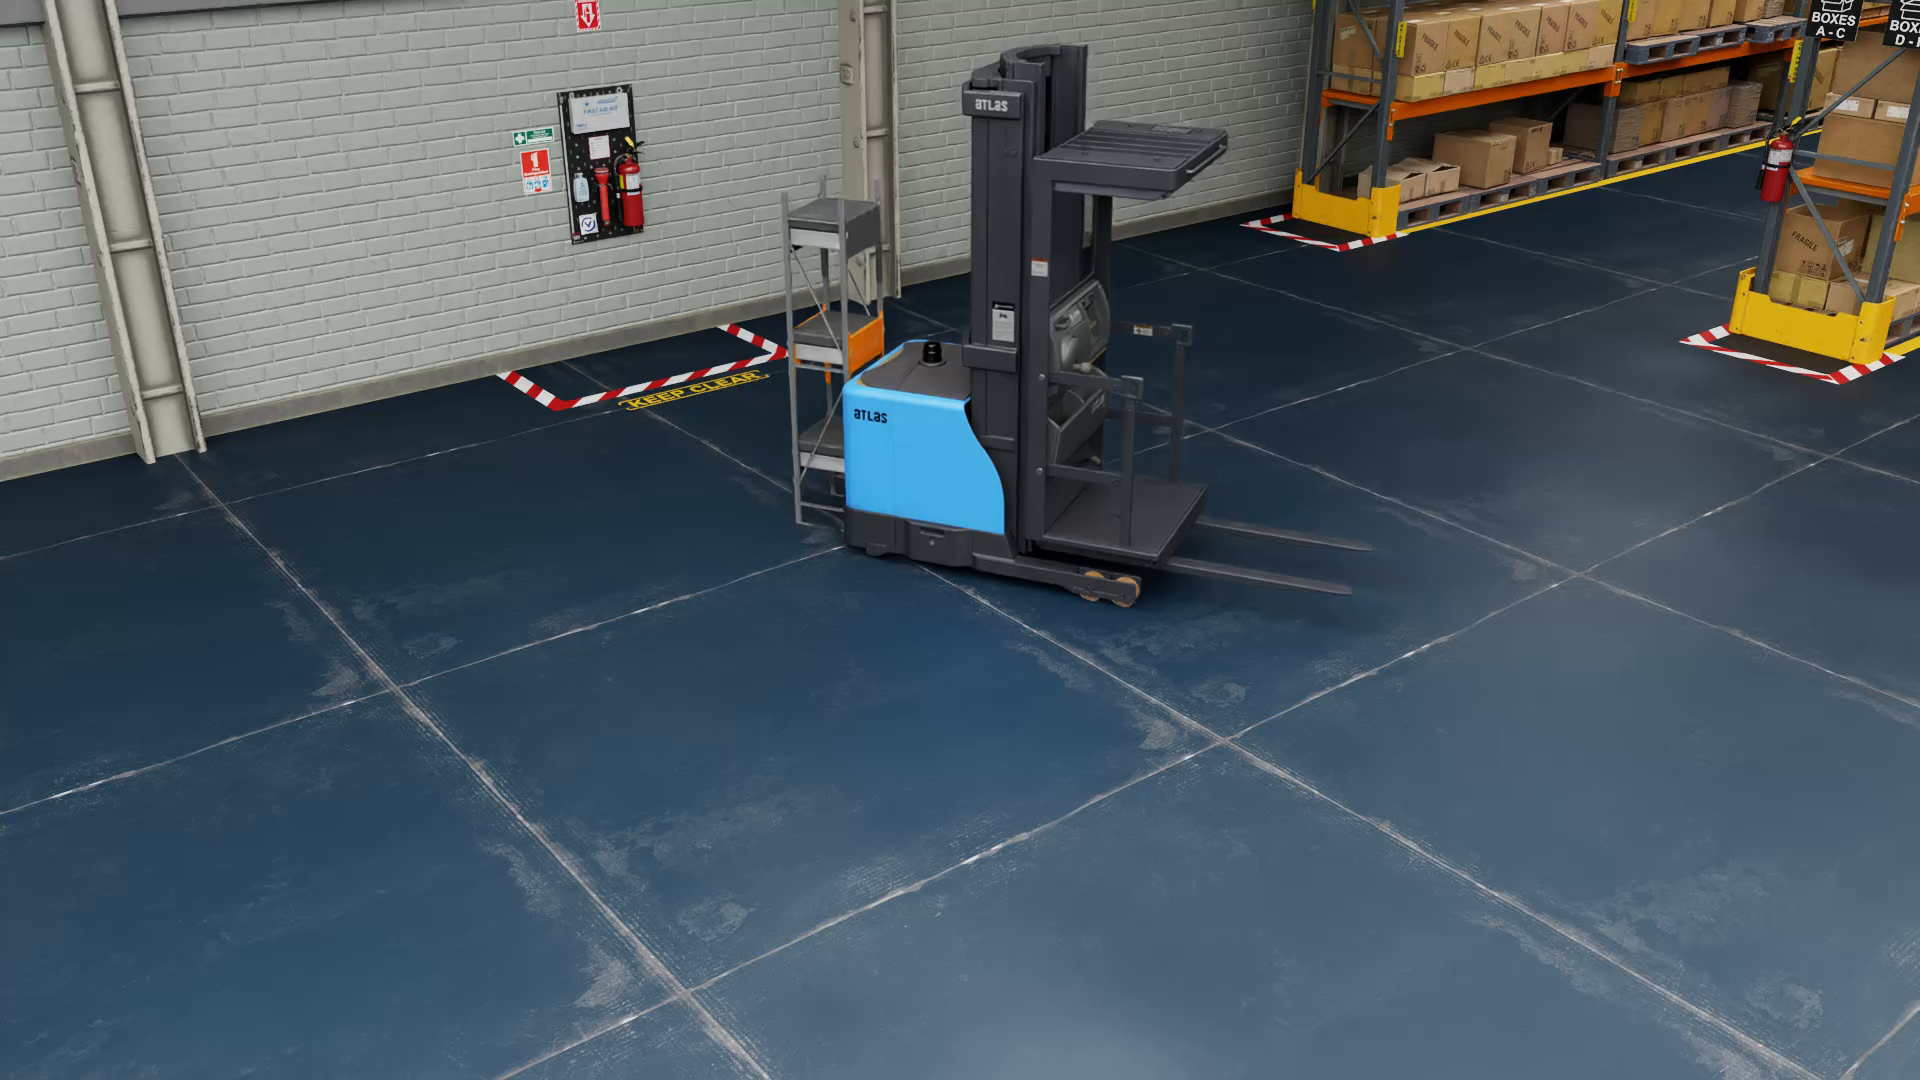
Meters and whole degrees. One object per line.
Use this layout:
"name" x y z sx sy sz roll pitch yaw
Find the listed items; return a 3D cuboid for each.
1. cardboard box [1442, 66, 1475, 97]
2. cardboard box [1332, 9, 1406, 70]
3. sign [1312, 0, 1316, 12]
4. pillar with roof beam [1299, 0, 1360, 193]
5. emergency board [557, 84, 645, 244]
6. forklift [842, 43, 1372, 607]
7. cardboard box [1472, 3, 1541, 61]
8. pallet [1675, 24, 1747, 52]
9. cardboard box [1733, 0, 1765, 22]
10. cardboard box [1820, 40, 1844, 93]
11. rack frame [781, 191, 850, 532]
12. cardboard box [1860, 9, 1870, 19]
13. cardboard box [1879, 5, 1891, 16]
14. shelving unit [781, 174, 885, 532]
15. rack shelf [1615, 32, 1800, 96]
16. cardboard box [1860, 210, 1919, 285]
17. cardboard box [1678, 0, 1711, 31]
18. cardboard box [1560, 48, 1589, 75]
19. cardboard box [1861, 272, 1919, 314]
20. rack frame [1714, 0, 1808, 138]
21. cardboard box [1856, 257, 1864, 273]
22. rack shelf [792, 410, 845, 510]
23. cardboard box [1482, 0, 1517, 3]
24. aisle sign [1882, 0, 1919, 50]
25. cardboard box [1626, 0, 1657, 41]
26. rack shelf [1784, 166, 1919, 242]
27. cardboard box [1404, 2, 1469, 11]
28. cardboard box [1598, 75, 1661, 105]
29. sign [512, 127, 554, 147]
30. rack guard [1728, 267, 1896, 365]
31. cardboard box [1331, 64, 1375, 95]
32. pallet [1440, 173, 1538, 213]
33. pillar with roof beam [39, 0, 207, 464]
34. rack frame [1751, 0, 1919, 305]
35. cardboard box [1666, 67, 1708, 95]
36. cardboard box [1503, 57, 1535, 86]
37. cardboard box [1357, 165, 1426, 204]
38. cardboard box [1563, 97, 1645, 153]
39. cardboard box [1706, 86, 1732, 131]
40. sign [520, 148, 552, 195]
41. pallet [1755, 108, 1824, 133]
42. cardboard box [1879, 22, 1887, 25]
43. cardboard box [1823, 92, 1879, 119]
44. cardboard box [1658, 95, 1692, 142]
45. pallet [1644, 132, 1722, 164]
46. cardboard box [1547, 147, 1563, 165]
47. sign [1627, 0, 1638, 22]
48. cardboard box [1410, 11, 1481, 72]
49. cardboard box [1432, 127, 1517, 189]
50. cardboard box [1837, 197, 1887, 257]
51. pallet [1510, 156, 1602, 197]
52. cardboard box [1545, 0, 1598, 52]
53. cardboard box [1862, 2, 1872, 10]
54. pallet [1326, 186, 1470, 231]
"cardboard box" 4.910 -4.733 17.040 0.500 0.250 0.500 -19 31 -36
"cardboard box" 4.170 -5.105 16.950 0.500 0.500 0.500 -19 31 -35
"sign" 3.603 -5.489 16.762 0.005 0.325 0.100 -18 31 -34
"pillar with roof beam" 6.604 -6.394 13.339 0.400 9.000 9.100 -18 31 -34
"emergency board" -2.742 -2.911 12.960 0.643 1.169 0.194 -18 31 -34
"forklift" 0.866 -1.205 9.364 3.031 2.935 1.130 10 27 20
"cardboard box" 5.696 -5.332 17.439 0.500 0.500 0.500 -17 30 -32
"pallet" 8.693 -6.094 20.046 1.213 0.211 1.003 -18 31 -34
"cardboard box" 9.439 -6.674 20.427 0.500 0.500 0.700 -22 33 -39
"cardboard box" 11.578 -6.297 22.311 0.750 0.750 0.750 -18 31 -34
"rack frame" -0.846 -1.025 9.965 0.400 2.100 0.015 10 27 20
"cardboard box" 11.828 -7.015 22.077 0.250 0.149 0.380 -18 30 -34
"cardboard box" 12.255 -7.146 22.359 0.250 0.149 0.380 -19 31 -35
"shelving unit" -0.752 -1.120 10.170 0.431 2.100 0.503 10 27 20
"rack shelf" 8.652 -5.863 20.175 4.000 0.370 1.077 -18 31 -34
"cardboard box" 7.941 -2.470 13.887 0.500 0.500 0.500 -18 31 -34
"cardboard box" 8.442 -6.360 19.749 0.500 0.500 0.700 -14 28 -27
"cardboard box" 6.495 -5.261 18.177 0.500 0.250 0.500 -18 30 -34
"cardboard box" 7.940 -2.131 14.046 0.500 0.250 0.500 -18 31 -34
"rack frame" 10.226 -6.709 21.143 0.127 3.000 1.000 -18 31 -34
"cardboard box" 7.616 -2.305 14.421 0.500 0.250 0.500 -18 31 -34
"rack shelf" -0.752 -0.473 10.470 0.431 0.518 0.480 10 27 20
"cardboard box" 5.774 -5.638 18.098 0.500 0.500 0.500 -17 30 -33
"aisle sign" 7.127 -4.052 12.329 0.004 0.787 0.394 -18 31 -34
"cardboard box" 7.499 -6.036 19.051 0.500 0.500 0.700 -18 30 -34
"rack shelf" 8.564 -3.184 14.402 4.000 0.370 1.077 -18 31 -34
"cardboard box" 4.976 -5.368 17.517 0.500 0.500 0.500 -19 31 -35
"cardboard box" 7.991 -5.388 19.853 0.500 0.250 0.500 -19 31 -35
"sign" -3.232 -3.057 12.601 0.331 0.109 0.001 -18 31 -34
"rack guard" 6.971 -1.851 13.644 0.348 0.500 1.175 -18 31 -34
"cardboard box" 4.178 -4.758 17.093 0.500 0.250 0.500 -18 30 -33
"pallet" 5.610 -3.900 18.403 1.213 0.211 1.003 -18 31 -34
"pillar with roof beam" -2.839 -3.277 6.622 0.400 9.000 9.100 -18 31 -34
"rack frame" 6.990 -2.991 13.131 0.127 3.000 1.000 -18 31 -34
"cardboard box" 8.802 -5.648 20.413 0.500 0.250 0.500 -18 31 -34
"cardboard box" 5.714 -4.994 17.602 0.500 0.250 0.500 -18 30 -34
"cardboard box" 4.530 -3.761 17.462 0.500 0.311 0.500 -23 33 -40
"cardboard box" 7.647 -4.932 19.762 0.500 0.500 0.700 -17 30 -32
"cardboard box" 9.214 -5.475 20.931 0.500 0.500 0.700 -18 31 -34
"sign" -3.241 -2.818 12.717 0.234 0.329 0.001 -18 31 -34
"pallet" 10.892 -5.624 22.117 1.213 0.211 1.003 -18 31 -34
"cardboard box" 7.817 -3.894 13.417 0.500 0.500 0.700 -19 31 -35
"cardboard box" 7.173 -3.493 13.324 0.250 0.149 0.380 -19 31 -35
"cardboard box" 8.449 -5.202 20.343 0.500 0.500 0.700 -18 30 -33
"pallet" 8.650 -4.927 20.615 1.213 0.211 1.003 -18 31 -34
"cardboard box" 6.675 -4.436 19.087 0.380 0.166 0.250 22 33 39
"sign" 7.419 -5.885 18.339 0.005 0.325 0.100 -18 31 -34
"cardboard box" 4.886 -5.062 16.857 0.500 0.500 0.500 -18 30 -34
"cardboard box" 5.587 -4.169 18.116 0.500 0.500 0.700 -21 32 -37
"cardboard box" 8.006 -2.777 14.547 0.500 0.500 0.500 -18 31 -34
"pallet" 6.571 -4.219 19.090 1.213 0.211 1.003 -18 31 -34
"cardboard box" 6.507 -5.594 18.005 0.500 0.500 0.500 -18 31 -34
"cardboard box" 11.575 -7.201 21.708 0.500 0.500 0.500 -18 31 -34
"pallet" 4.651 -3.585 17.724 1.213 0.211 1.003 -18 31 -34
